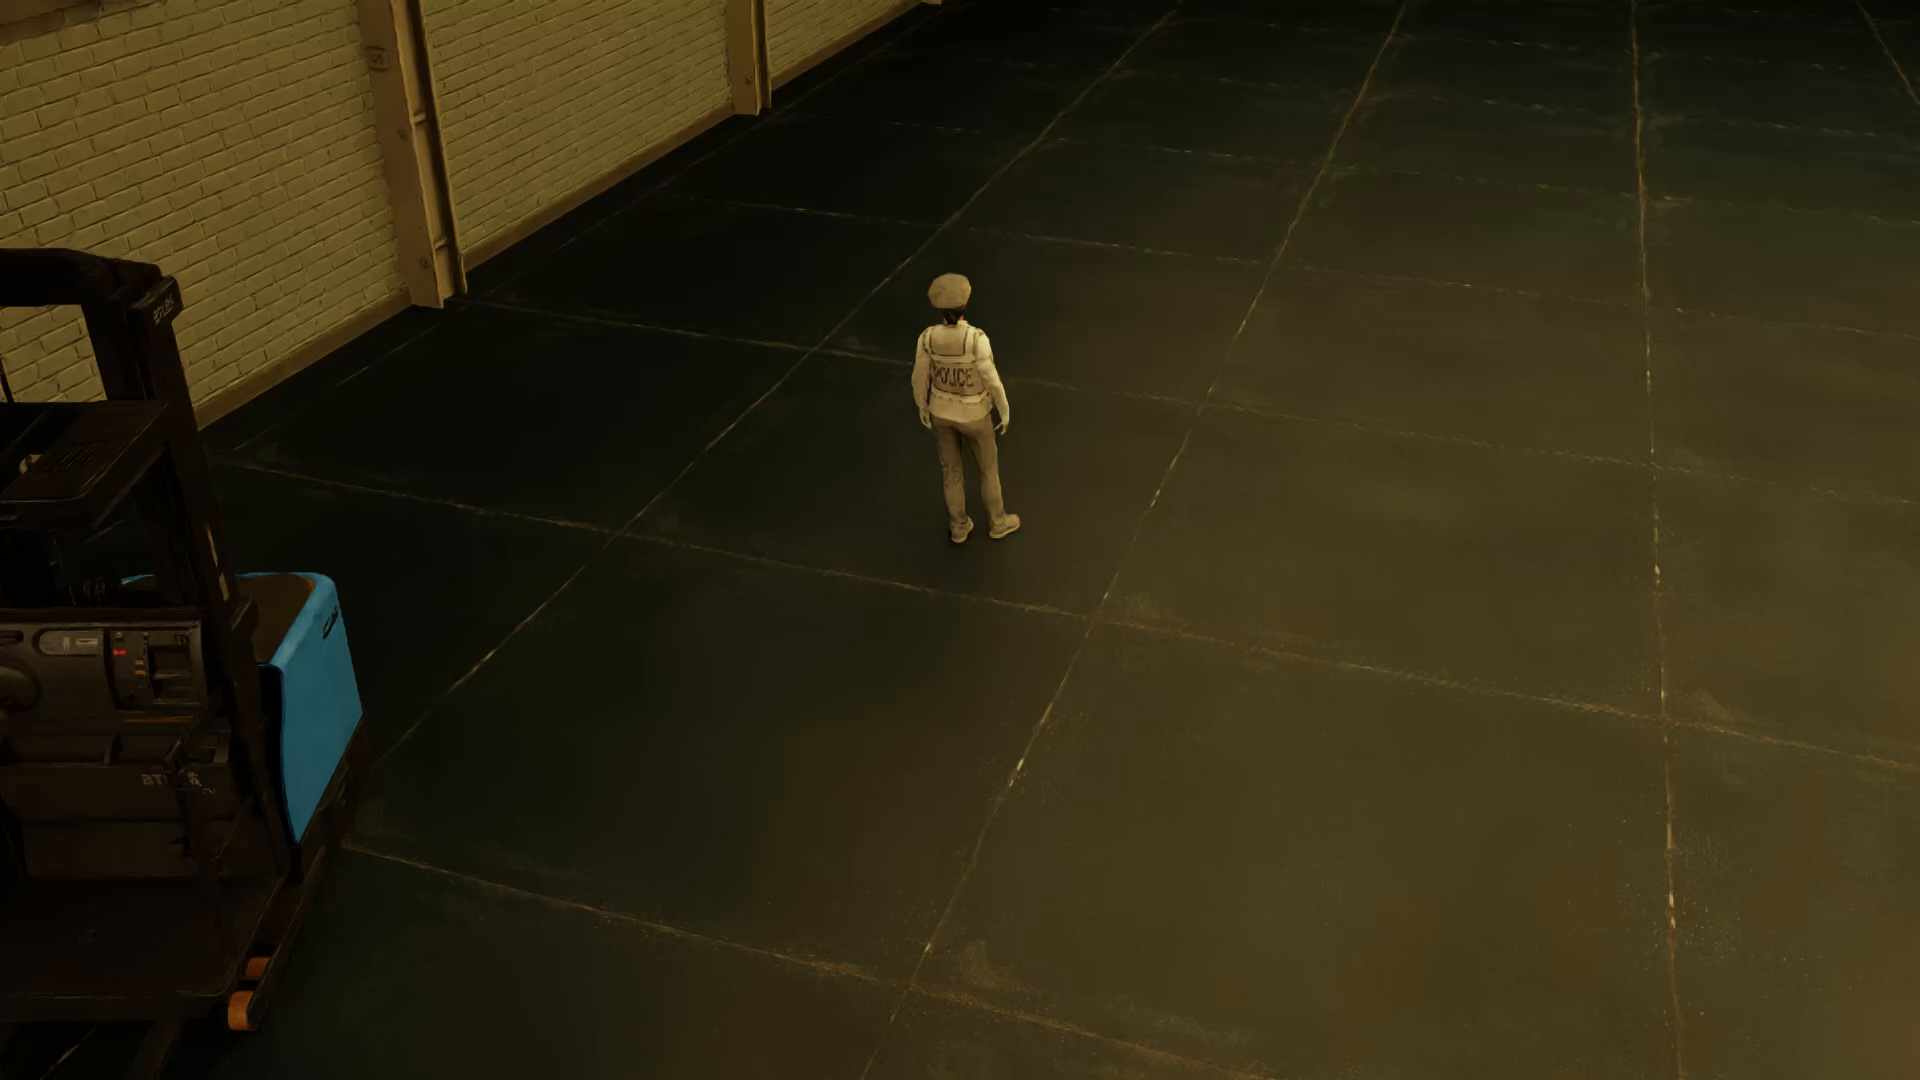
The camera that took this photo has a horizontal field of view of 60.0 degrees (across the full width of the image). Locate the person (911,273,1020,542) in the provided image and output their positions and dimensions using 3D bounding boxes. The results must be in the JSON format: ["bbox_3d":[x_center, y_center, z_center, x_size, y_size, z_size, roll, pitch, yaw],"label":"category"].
[{"bbox_3d":[0.029,-0.773,9.726,0.586,1.695,0.532,10,31,16],"label":"person"}]

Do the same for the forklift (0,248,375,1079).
[{"bbox_3d":[-3.357,0.540,6.189,1.130,2.935,3.031,-1,30,-1],"label":"forklift"}]
